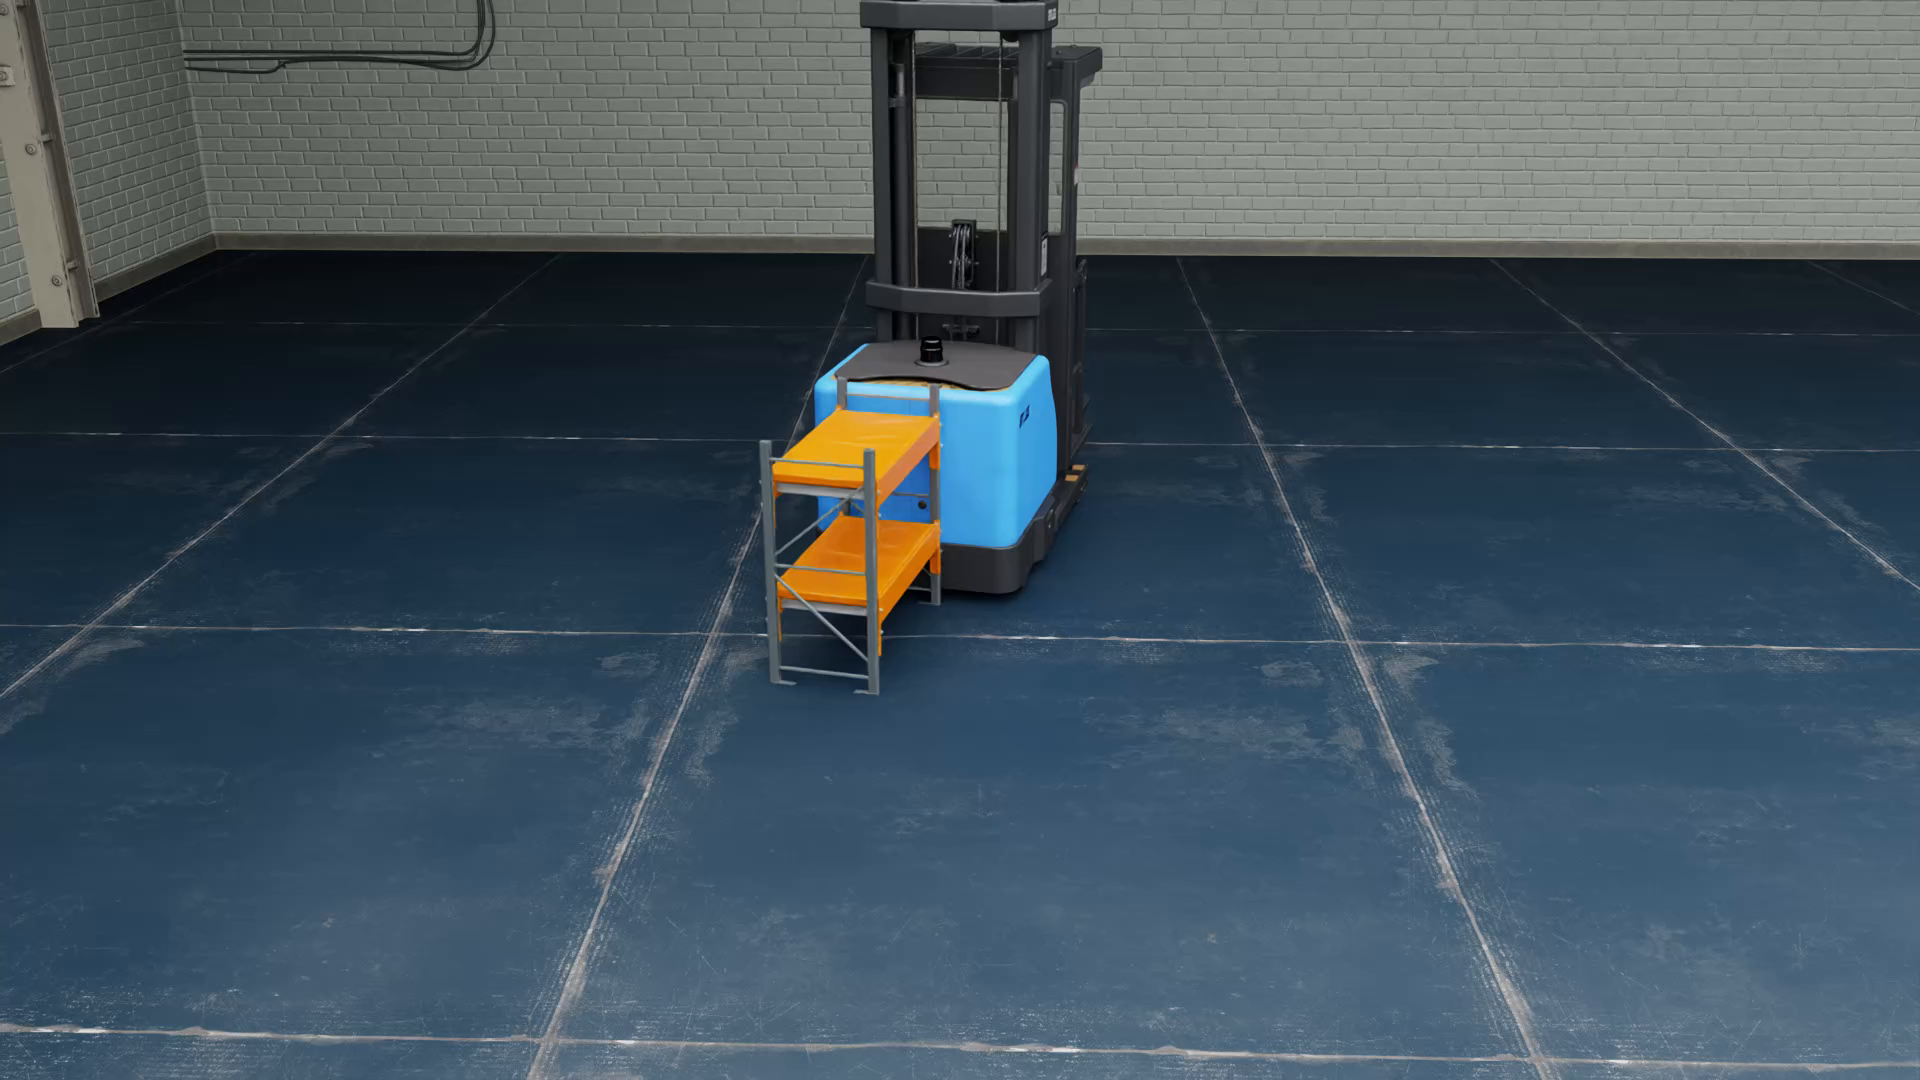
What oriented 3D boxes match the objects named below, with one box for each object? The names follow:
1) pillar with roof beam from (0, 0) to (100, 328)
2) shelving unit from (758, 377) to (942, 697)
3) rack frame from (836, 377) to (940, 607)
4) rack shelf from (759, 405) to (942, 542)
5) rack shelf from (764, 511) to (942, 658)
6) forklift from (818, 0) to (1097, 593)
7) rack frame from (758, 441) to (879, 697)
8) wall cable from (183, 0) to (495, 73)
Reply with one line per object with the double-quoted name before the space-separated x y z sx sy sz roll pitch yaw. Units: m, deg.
"pillar with roof beam" -3.004 -5.941 11.900 9.100 9.000 0.400 1 21 2
"shelving unit" -0.471 -0.044 7.588 0.538 1.125 1.048 5 22 14
"rack frame" -0.342 -0.222 8.047 0.500 1.125 0.032 5 22 14
"rack shelf" -0.471 -0.317 7.482 0.538 0.278 1.000 5 22 14
"rack shelf" -0.471 0.184 7.677 0.538 0.278 1.000 5 22 14
"forklift" 0.119 -1.606 9.116 1.130 2.935 3.031 5 22 12
"rack frame" -0.600 0.134 7.130 0.500 1.125 0.032 5 22 14
"wall cable" -5.896 -5.591 15.292 3.097 2.526 0.112 1 21 2
